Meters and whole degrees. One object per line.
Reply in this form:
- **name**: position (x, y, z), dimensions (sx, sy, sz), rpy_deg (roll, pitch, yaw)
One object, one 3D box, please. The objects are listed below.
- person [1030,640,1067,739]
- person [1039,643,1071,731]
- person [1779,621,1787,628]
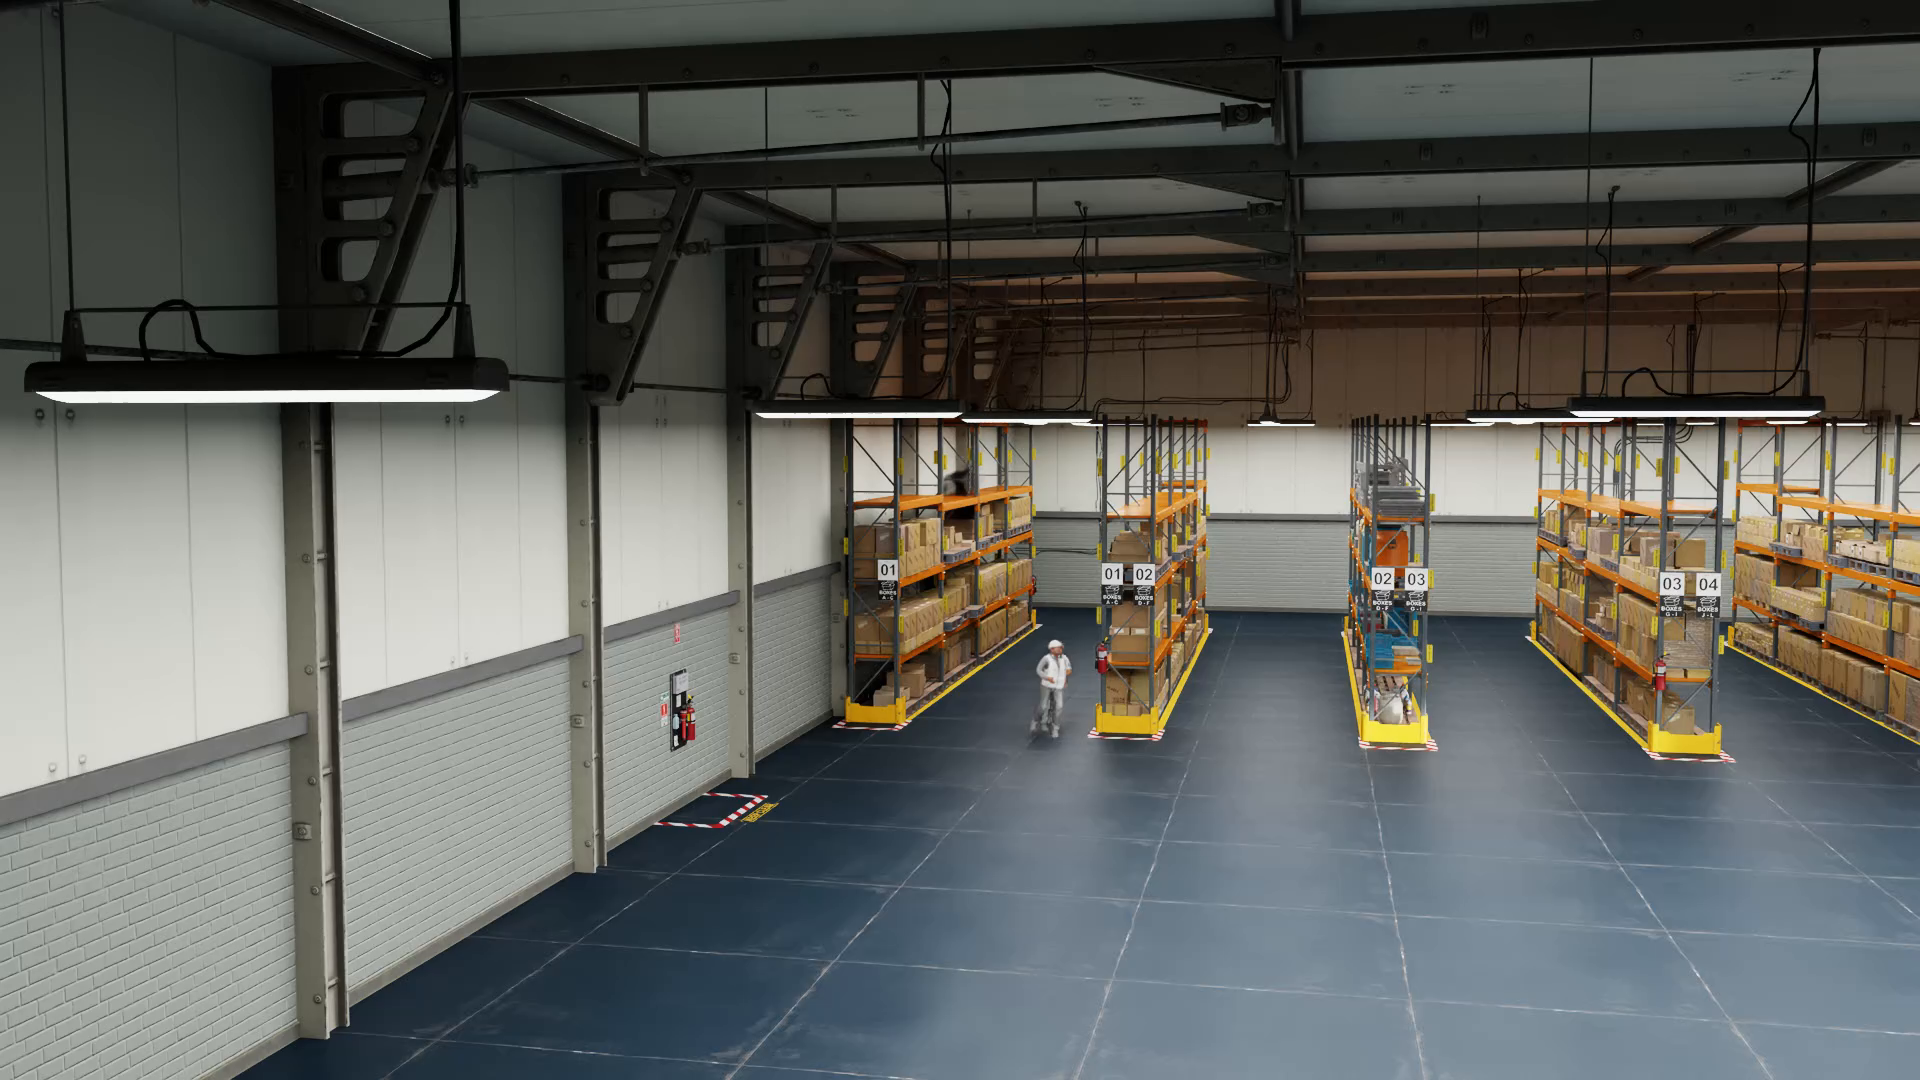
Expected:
- **person**: position (1.743, 2.774, 31.169), dimensions (0.728, 1.797, 0.836), rpy_deg (-2, 4, -23)
- **person**: position (1.824, 2.791, 31.908), dimensions (0.623, 1.688, 0.853), rpy_deg (0, 4, 2)
- **person**: position (22.030, 1.885, 44.807), dimensions (0.742, 1.660, 1.070), rpy_deg (-2, 4, -24)
